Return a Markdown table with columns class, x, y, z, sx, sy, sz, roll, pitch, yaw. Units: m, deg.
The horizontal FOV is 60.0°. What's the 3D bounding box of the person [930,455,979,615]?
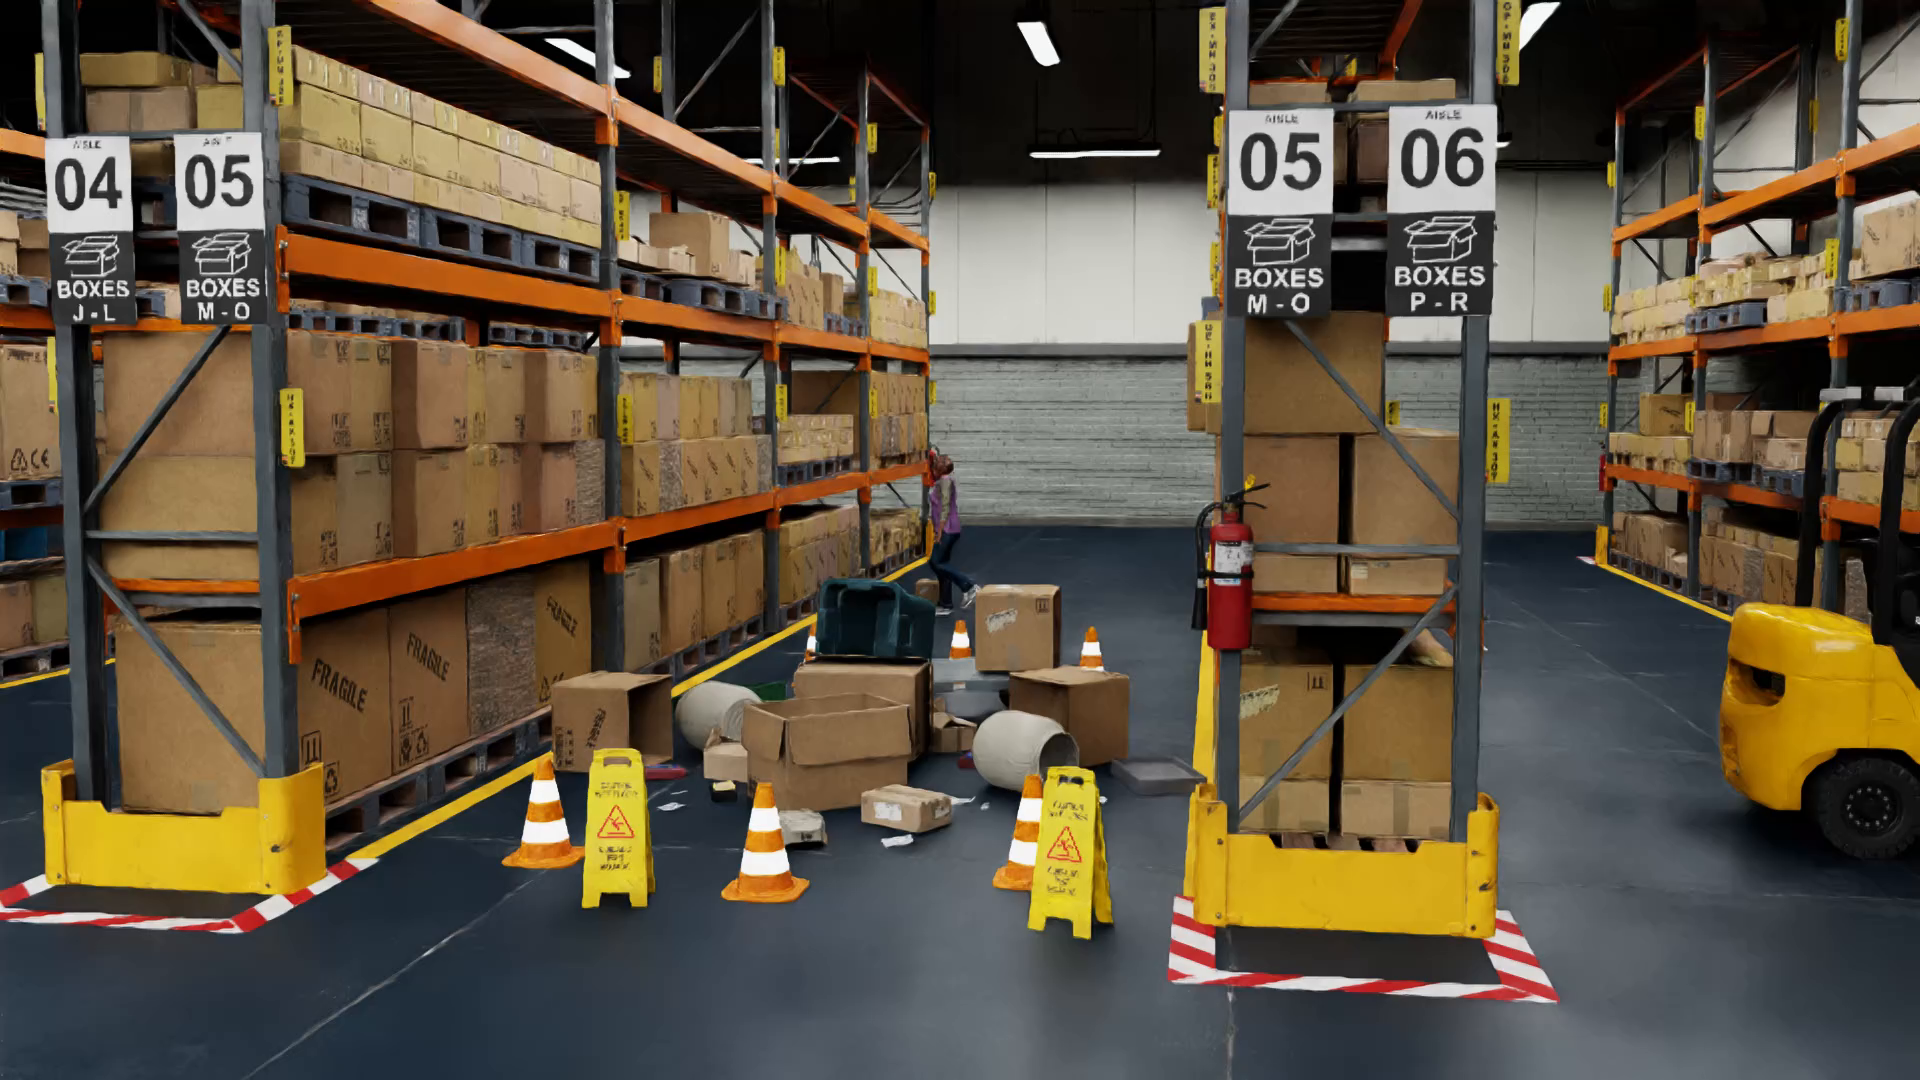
| class | x | y | z | sx | sy | sz | roll | pitch | yaw |
| --- | --- | --- | --- | --- | --- | --- | --- | --- | --- |
| person | -0.091 | -0.052 | 16.348 | 0.545 | 1.571 | 0.463 | 0 | 5 | 0 |
